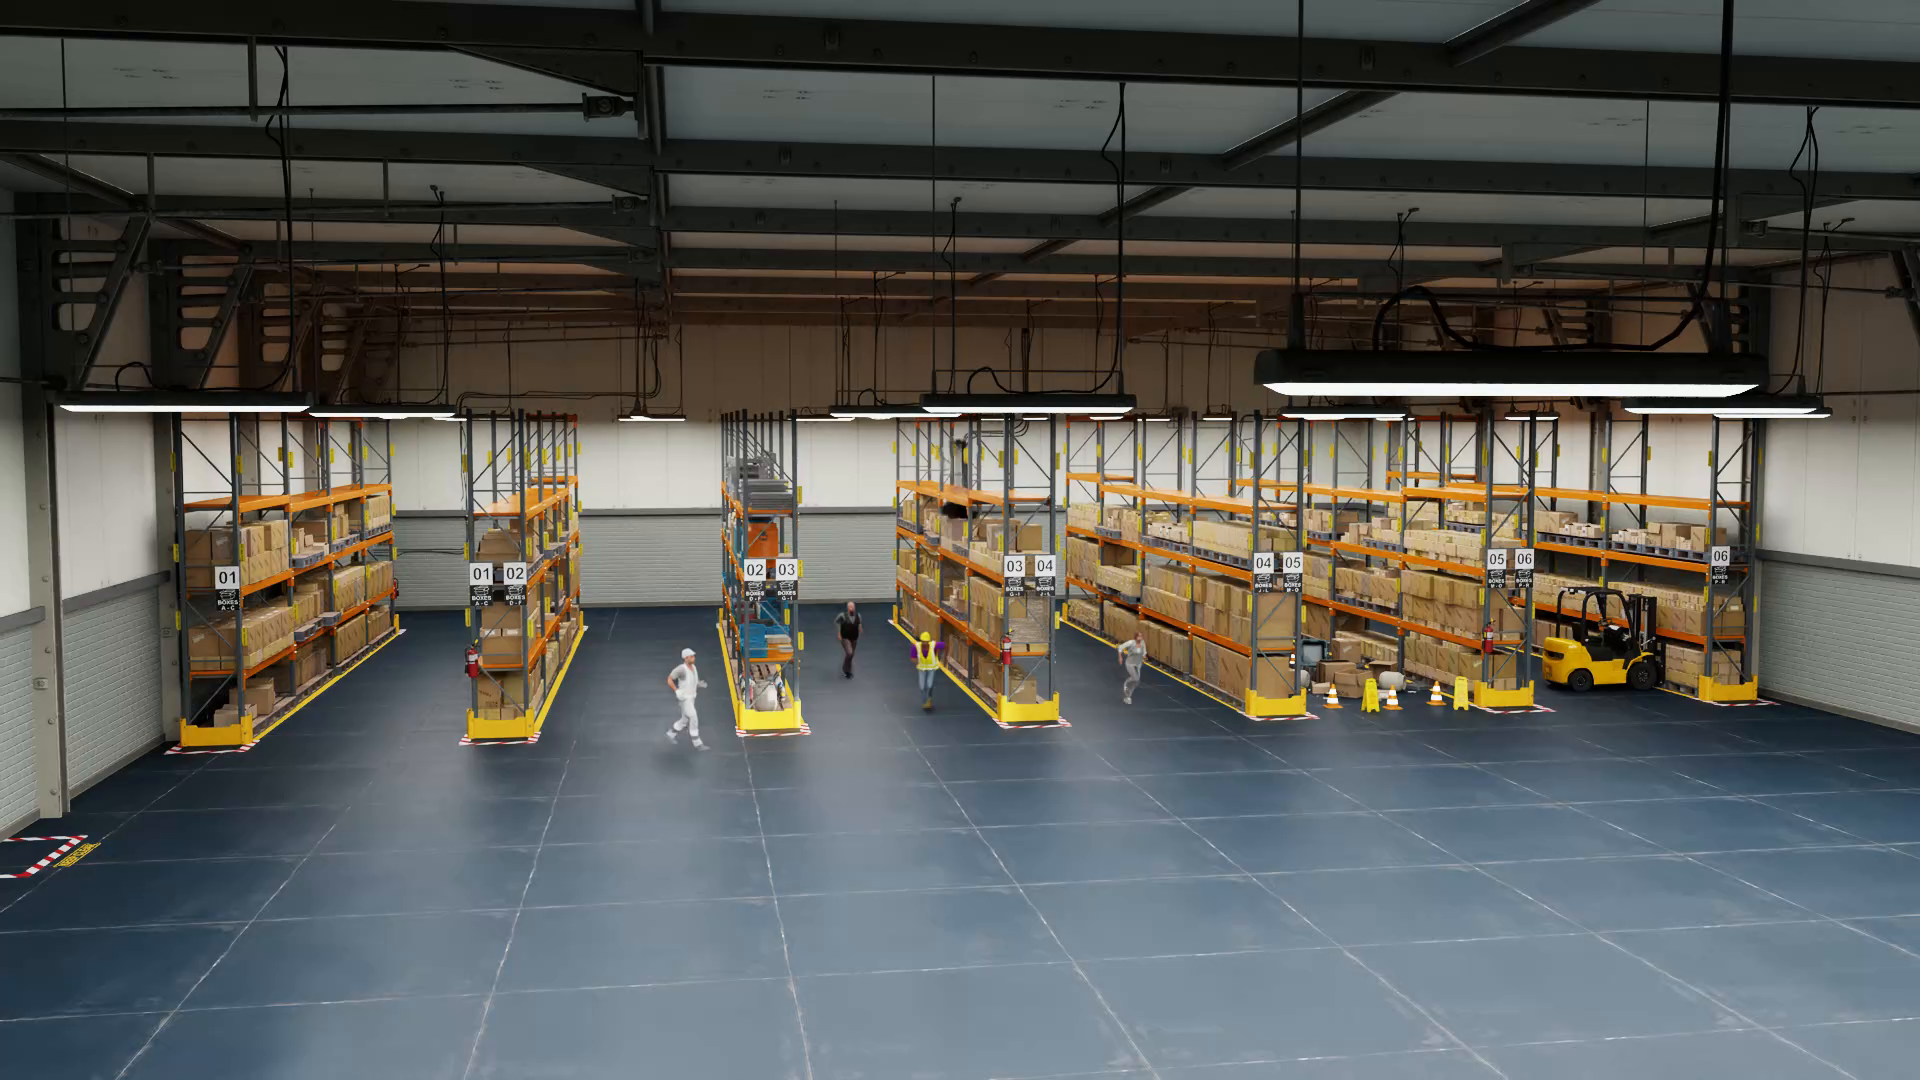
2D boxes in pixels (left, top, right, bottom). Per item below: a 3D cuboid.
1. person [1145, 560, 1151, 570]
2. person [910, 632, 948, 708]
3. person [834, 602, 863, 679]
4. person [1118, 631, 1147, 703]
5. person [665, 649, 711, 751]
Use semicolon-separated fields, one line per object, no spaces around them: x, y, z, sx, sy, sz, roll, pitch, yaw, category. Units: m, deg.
5.435;1.498;47.870;0.728;1.829;1.002;-2;5;-28;person
-0.617;2.599;33.163;0.744;1.592;0.897;0;4;5;person
-2.491;2.272;37.549;0.595;1.772;0.874;-3;5;-32;person
3.564;2.600;33.989;0.525;1.526;0.659;-2;5;-28;person
-4.807;2.787;29.122;0.903;1.786;0.663;1;4;19;person
